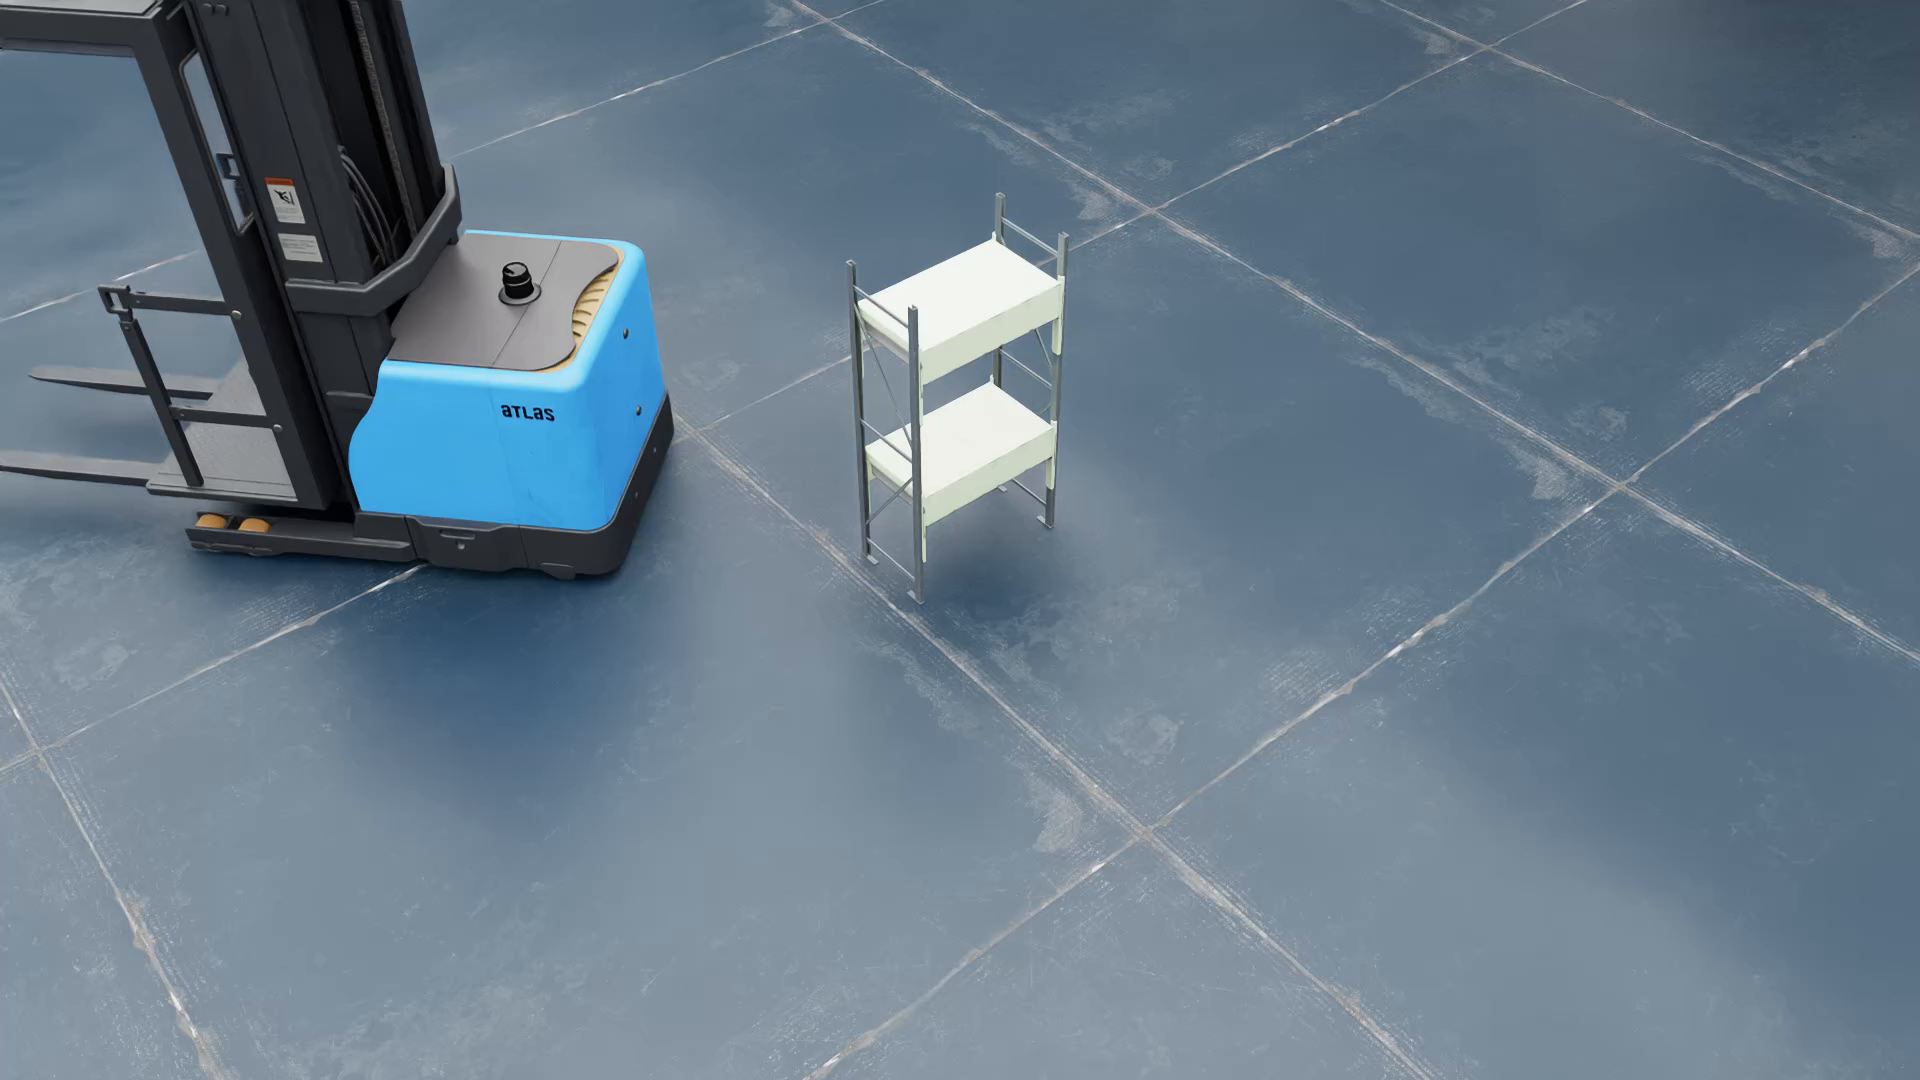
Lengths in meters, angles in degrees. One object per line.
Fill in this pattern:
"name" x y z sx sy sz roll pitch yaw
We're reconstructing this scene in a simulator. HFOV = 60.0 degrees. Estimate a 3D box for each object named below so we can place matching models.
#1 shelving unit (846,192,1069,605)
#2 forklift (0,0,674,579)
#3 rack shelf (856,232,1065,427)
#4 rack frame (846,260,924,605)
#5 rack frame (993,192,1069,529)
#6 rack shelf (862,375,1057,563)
"shelving unit" -0.005 -0.544 6.733 0.755 1.500 0.431 -30 51 -28
"forklift" -2.876 -1.352 6.549 3.031 2.935 1.130 5 43 5
"rack shelf" -0.005 -0.828 6.466 0.720 0.370 0.431 -30 51 -28
"rack frame" -0.286 -0.383 6.562 0.023 1.500 0.400 -30 51 -28
"rack frame" 0.276 -0.705 6.905 0.023 1.500 0.400 -30 51 -28
"rack shelf" -0.005 -0.306 6.957 0.720 0.370 0.431 -30 51 -28
